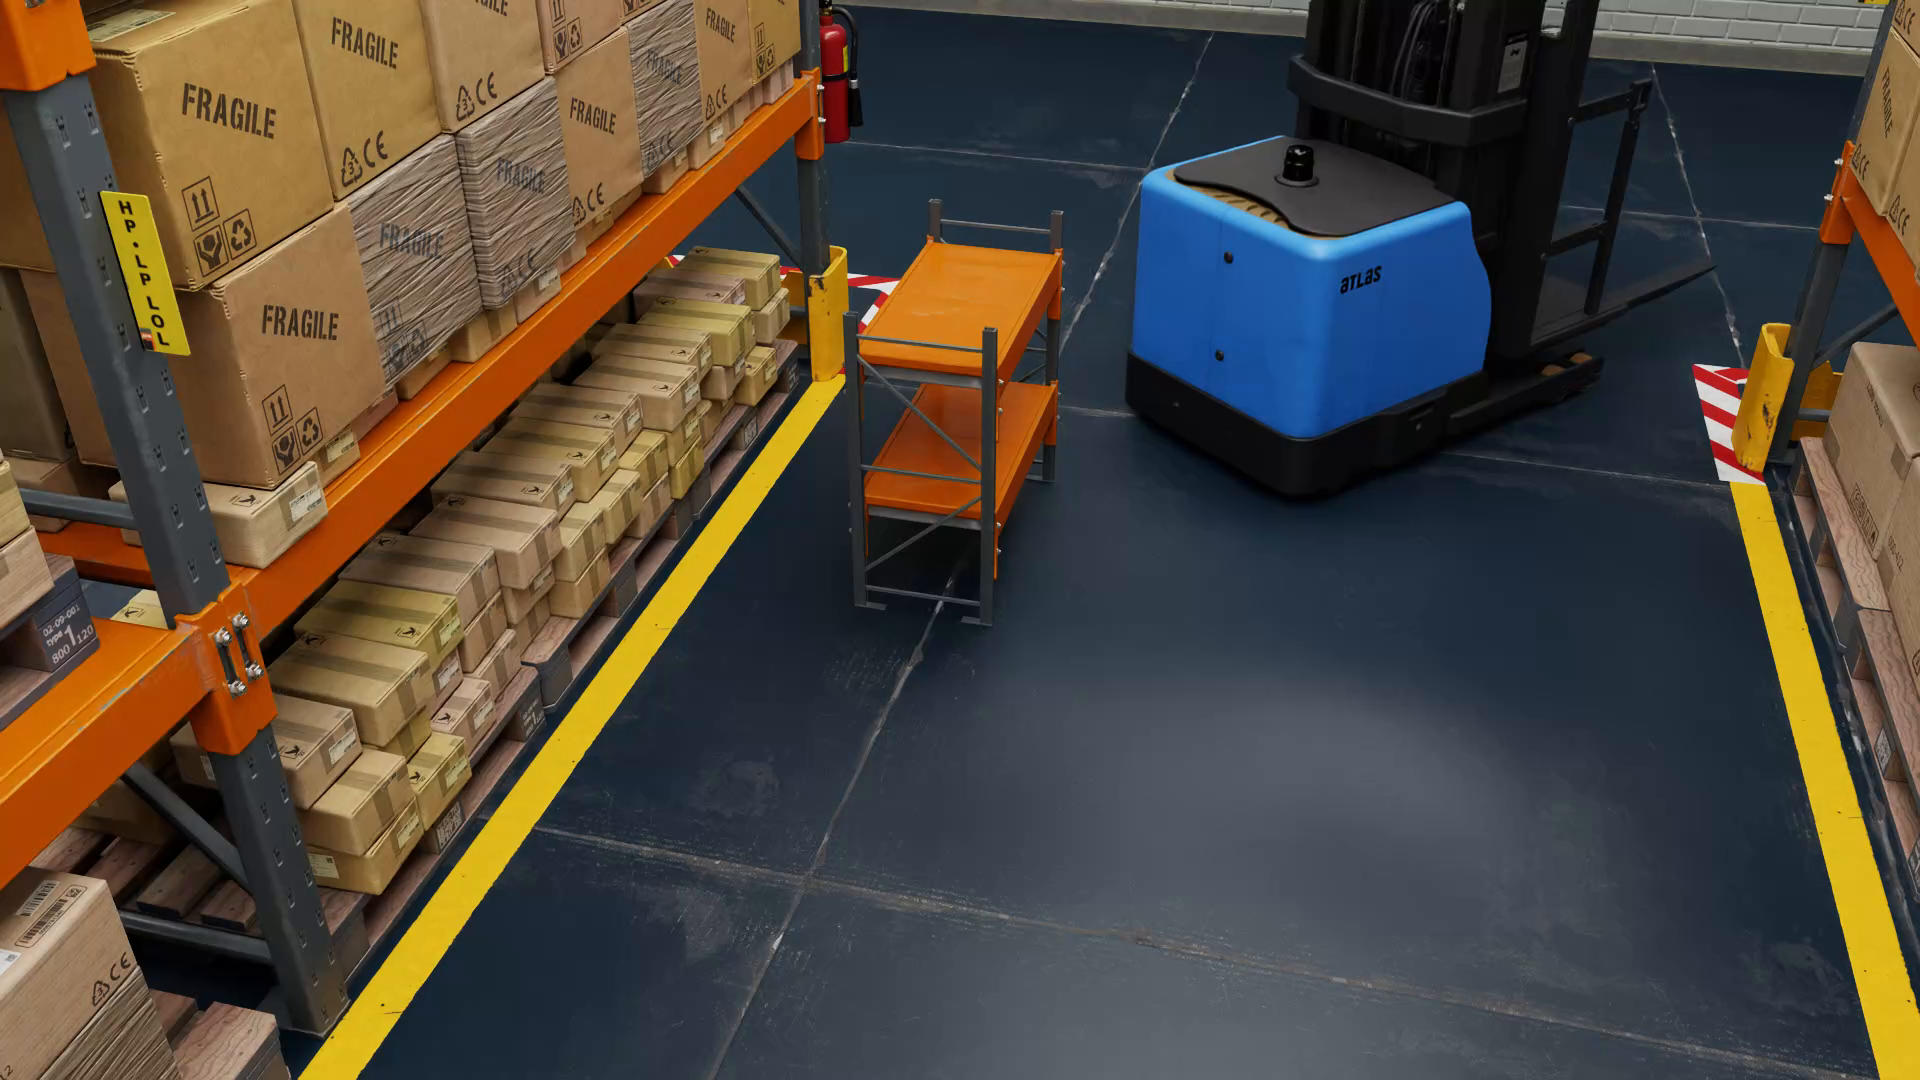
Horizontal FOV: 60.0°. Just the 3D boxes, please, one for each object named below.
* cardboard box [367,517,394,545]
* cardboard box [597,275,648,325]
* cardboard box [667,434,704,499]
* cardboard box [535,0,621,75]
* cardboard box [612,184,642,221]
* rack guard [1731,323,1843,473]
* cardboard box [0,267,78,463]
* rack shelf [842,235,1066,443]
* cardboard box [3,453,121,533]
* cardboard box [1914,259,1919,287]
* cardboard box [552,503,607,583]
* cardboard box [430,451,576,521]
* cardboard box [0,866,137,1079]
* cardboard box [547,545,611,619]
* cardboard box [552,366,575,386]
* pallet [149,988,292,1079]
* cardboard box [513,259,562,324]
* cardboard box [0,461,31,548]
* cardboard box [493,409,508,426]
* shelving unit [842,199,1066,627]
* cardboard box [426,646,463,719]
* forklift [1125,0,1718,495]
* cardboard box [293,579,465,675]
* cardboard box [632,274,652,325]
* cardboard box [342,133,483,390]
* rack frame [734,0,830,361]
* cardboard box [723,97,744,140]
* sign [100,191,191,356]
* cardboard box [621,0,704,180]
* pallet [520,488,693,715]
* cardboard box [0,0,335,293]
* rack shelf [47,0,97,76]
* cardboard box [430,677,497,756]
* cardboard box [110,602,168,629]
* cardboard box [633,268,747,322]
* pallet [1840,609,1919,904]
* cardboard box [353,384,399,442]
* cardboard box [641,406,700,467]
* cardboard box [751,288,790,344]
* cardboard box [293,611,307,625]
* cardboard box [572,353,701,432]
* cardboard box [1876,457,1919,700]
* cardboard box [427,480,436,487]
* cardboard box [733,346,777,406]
[{"bbox_3d":[-2.046,-0.080,5.291,0.380,0.149,0.250,6,33,10],"label":"cardboard box"},{"bbox_3d":[-1.488,-1.005,6.747,0.380,0.149,0.250,9,33,13],"label":"cardboard box"},{"bbox_3d":[-1.177,-0.294,6.183,0.380,0.149,0.250,7,33,10],"label":"cardboard box"},{"bbox_3d":[-1.331,-1.675,4.786,0.500,0.500,0.500,7,33,11],"label":"cardboard box"},{"bbox_3d":[-1.294,-1.195,5.568,0.380,0.149,0.250,7,33,10],"label":"cardboard box"},{"bbox_3d":[3.747,-0.501,6.572,1.175,0.500,0.348,8,33,12],"label":"rack guard"},{"bbox_3d":[-2.239,-0.547,3.943,0.500,0.500,0.500,8,33,12],"label":"cardboard box"},{"bbox_3d":[0.002,-0.725,5.797,0.538,0.278,1.000,8,33,12],"label":"rack shelf"},{"bbox_3d":[-2.242,-0.164,3.945,0.380,0.149,0.250,8,33,12],"label":"cardboard box"},{"bbox_3d":[3.093,-0.848,4.695,0.500,0.500,0.500,8,33,12],"label":"cardboard box"},{"bbox_3d":[-1.393,-0.010,5.459,0.380,0.149,0.250,8,33,12],"label":"cardboard box"},{"bbox_3d":[-1.479,-0.150,5.401,0.380,0.149,0.250,7,33,10],"label":"cardboard box"},{"bbox_3d":[-2.032,0.893,3.289,0.500,0.250,0.500,7,33,11],"label":"cardboard box"},{"bbox_3d":[-1.395,0.112,5.543,0.380,0.149,0.250,7,33,11],"label":"cardboard box"},{"bbox_3d":[-1.725,-0.636,6.443,0.380,0.149,0.250,9,34,14],"label":"cardboard box"},{"bbox_3d":[-2.284,1.492,3.707,1.003,0.211,1.213,8,33,12],"label":"pallet"},{"bbox_3d":[-1.412,-0.776,4.909,0.380,0.149,0.250,9,34,15],"label":"cardboard box"},{"bbox_3d":[-1.998,-0.053,3.103,0.380,0.149,0.250,9,34,14],"label":"cardboard box"},{"bbox_3d":[-1.849,-0.479,5.919,0.380,0.149,0.250,9,33,13],"label":"cardboard box"},{"bbox_3d":[0.002,-0.478,5.954,0.538,1.125,1.048,8,33,12],"label":"shelving unit"},{"bbox_3d":[-1.682,0.391,4.827,0.380,0.149,0.250,8,33,12],"label":"cardboard box"},{"bbox_3d":[2.189,-2.032,6.715,3.031,2.935,1.130,-21,38,-30],"label":"forklift"},{"bbox_3d":[-1.656,0.262,4.753,0.380,0.149,0.250,8,33,12],"label":"cardboard box"},{"bbox_3d":[-1.454,-1.028,7.060,0.380,0.149,0.250,9,34,14],"label":"cardboard box"},{"bbox_3d":[-1.600,-0.738,4.244,0.500,0.500,0.500,8,33,12],"label":"cardboard box"},{"bbox_3d":[-1.073,-2.165,6.860,1.000,3.000,0.127,8,33,12],"label":"rack frame"},{"bbox_3d":[-1.031,-1.595,6.198,0.380,0.149,0.250,8,33,12],"label":"cardboard box"},{"bbox_3d":[-1.550,-0.504,3.168,0.100,0.325,0.005,8,33,12],"label":"sign"},{"bbox_3d":[-1.193,-1.534,5.496,0.500,0.500,0.500,8,33,13],"label":"cardboard box"},{"bbox_3d":[-1.644,0.099,5.898,1.003,0.211,1.213,8,33,12],"label":"pallet"},{"bbox_3d":[-1.738,-0.880,3.536,0.500,0.500,0.500,9,33,14],"label":"cardboard box"},{"bbox_3d":[-1.580,-2.090,4.616,1.077,0.370,4.000,8,33,12],"label":"rack shelf"},{"bbox_3d":[-1.604,0.517,4.907,0.380,0.149,0.250,8,33,12],"label":"cardboard box"},{"bbox_3d":[-2.223,0.327,4.651,0.380,0.149,0.250,8,33,13],"label":"cardboard box"},{"bbox_3d":[-1.081,-0.959,6.673,0.380,0.149,0.250,9,33,13],"label":"cardboard box"},{"bbox_3d":[3.302,0.690,4.968,1.003,0.211,1.213,8,33,12],"label":"pallet"},{"bbox_3d":[-1.689,-0.376,4.279,0.380,0.149,0.250,7,33,10],"label":"cardboard box"},{"bbox_3d":[-1.180,-0.412,6.090,0.380,0.149,0.250,9,33,13],"label":"cardboard box"},{"bbox_3d":[-0.931,-0.952,6.940,0.380,0.149,0.250,7,33,11],"label":"cardboard box"},{"bbox_3d":[-2.049,0.204,5.122,0.380,0.149,0.250,8,33,13],"label":"cardboard box"},{"bbox_3d":[-1.166,-0.534,6.006,0.380,0.149,0.250,9,34,14],"label":"cardboard box"},{"bbox_3d":[3.446,0.193,5.148,0.875,0.438,0.875,9,34,14],"label":"cardboard box"},{"bbox_3d":[-1.807,-0.200,5.758,0.380,0.149,0.250,10,34,15],"label":"cardboard box"},{"bbox_3d":[-0.972,-0.691,6.806,0.380,0.149,0.250,9,34,14],"label":"cardboard box"}]
